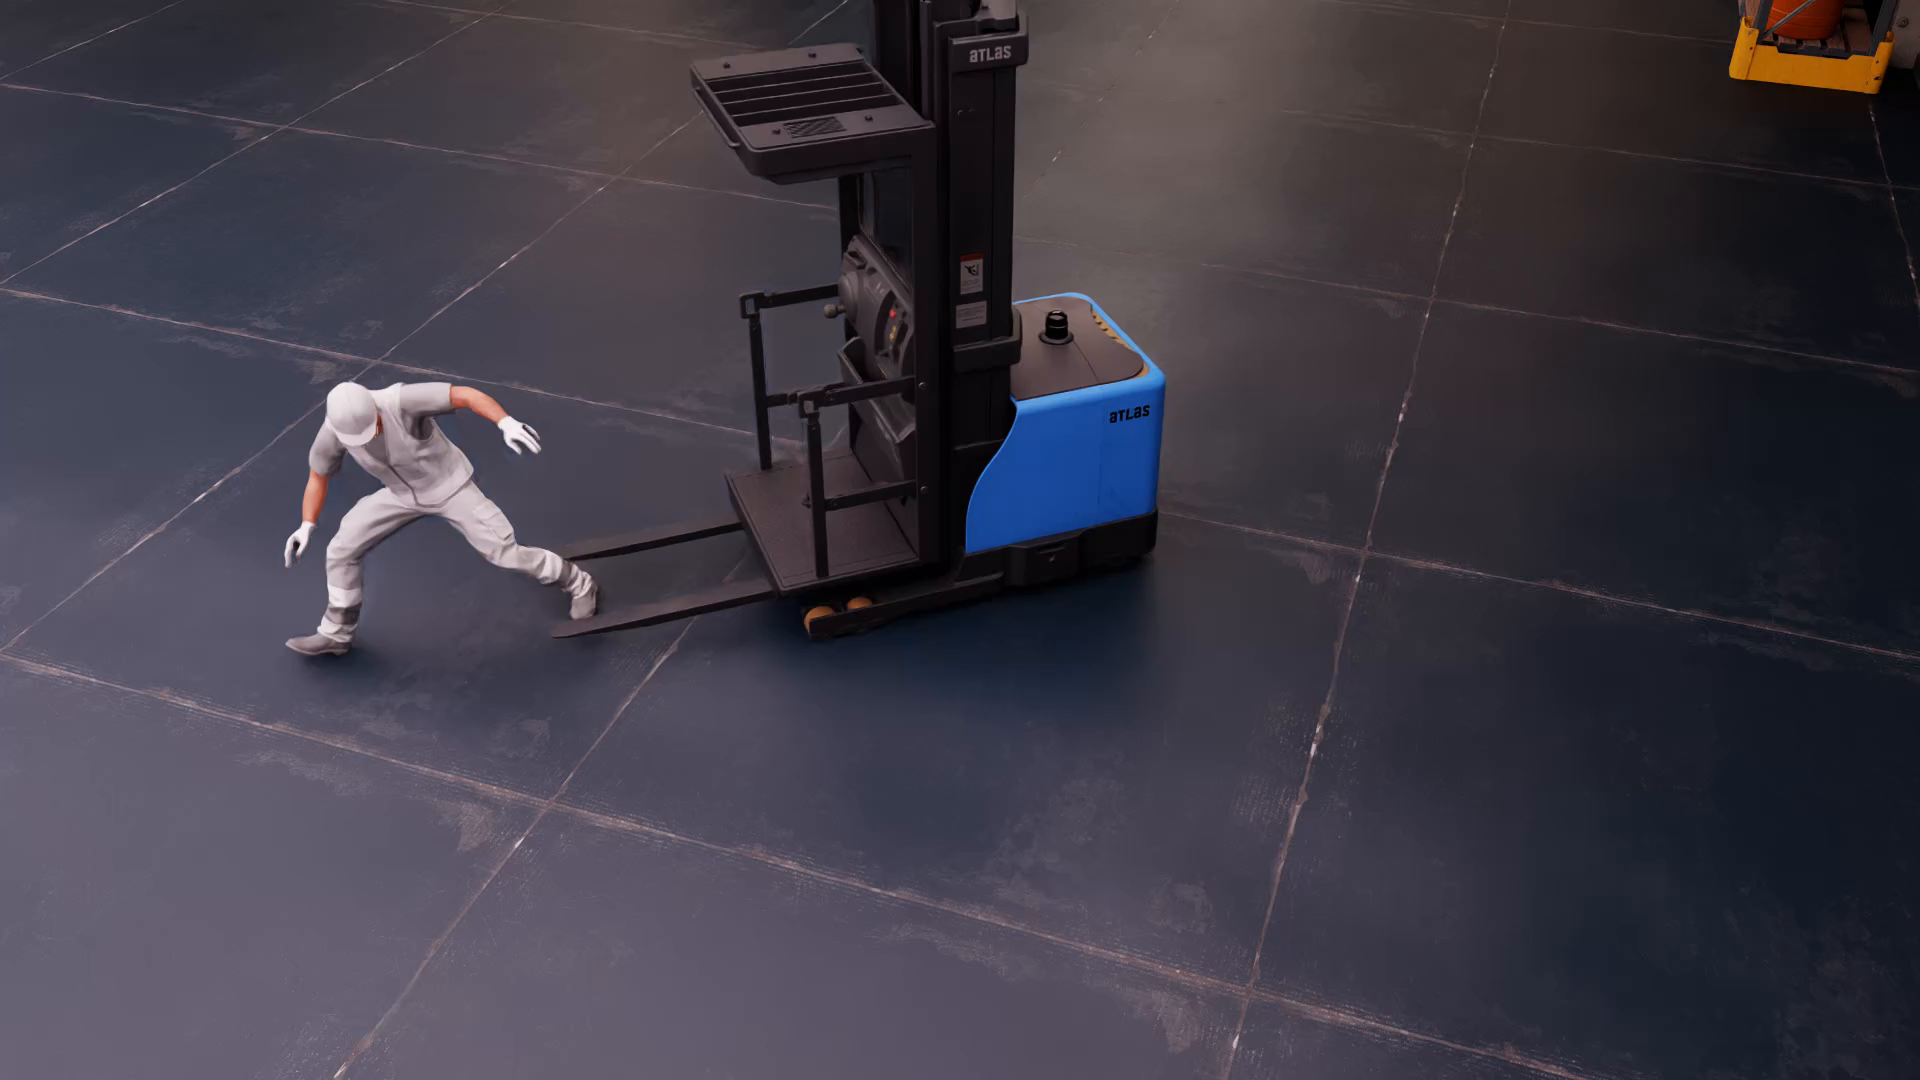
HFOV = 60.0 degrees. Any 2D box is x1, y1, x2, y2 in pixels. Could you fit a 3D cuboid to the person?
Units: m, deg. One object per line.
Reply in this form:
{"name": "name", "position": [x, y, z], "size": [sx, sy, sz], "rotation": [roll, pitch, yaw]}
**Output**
{"name": "person", "position": [-2.436, -0.127, 7.585], "size": [1.311, 1.469, 0.769], "rotation": [5, 36, 7]}

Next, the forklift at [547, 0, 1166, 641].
{"name": "forklift", "position": [-0.574, -1.059, 7.604], "size": [3.031, 2.935, 1.130], "rotation": [-12, 37, -17]}
